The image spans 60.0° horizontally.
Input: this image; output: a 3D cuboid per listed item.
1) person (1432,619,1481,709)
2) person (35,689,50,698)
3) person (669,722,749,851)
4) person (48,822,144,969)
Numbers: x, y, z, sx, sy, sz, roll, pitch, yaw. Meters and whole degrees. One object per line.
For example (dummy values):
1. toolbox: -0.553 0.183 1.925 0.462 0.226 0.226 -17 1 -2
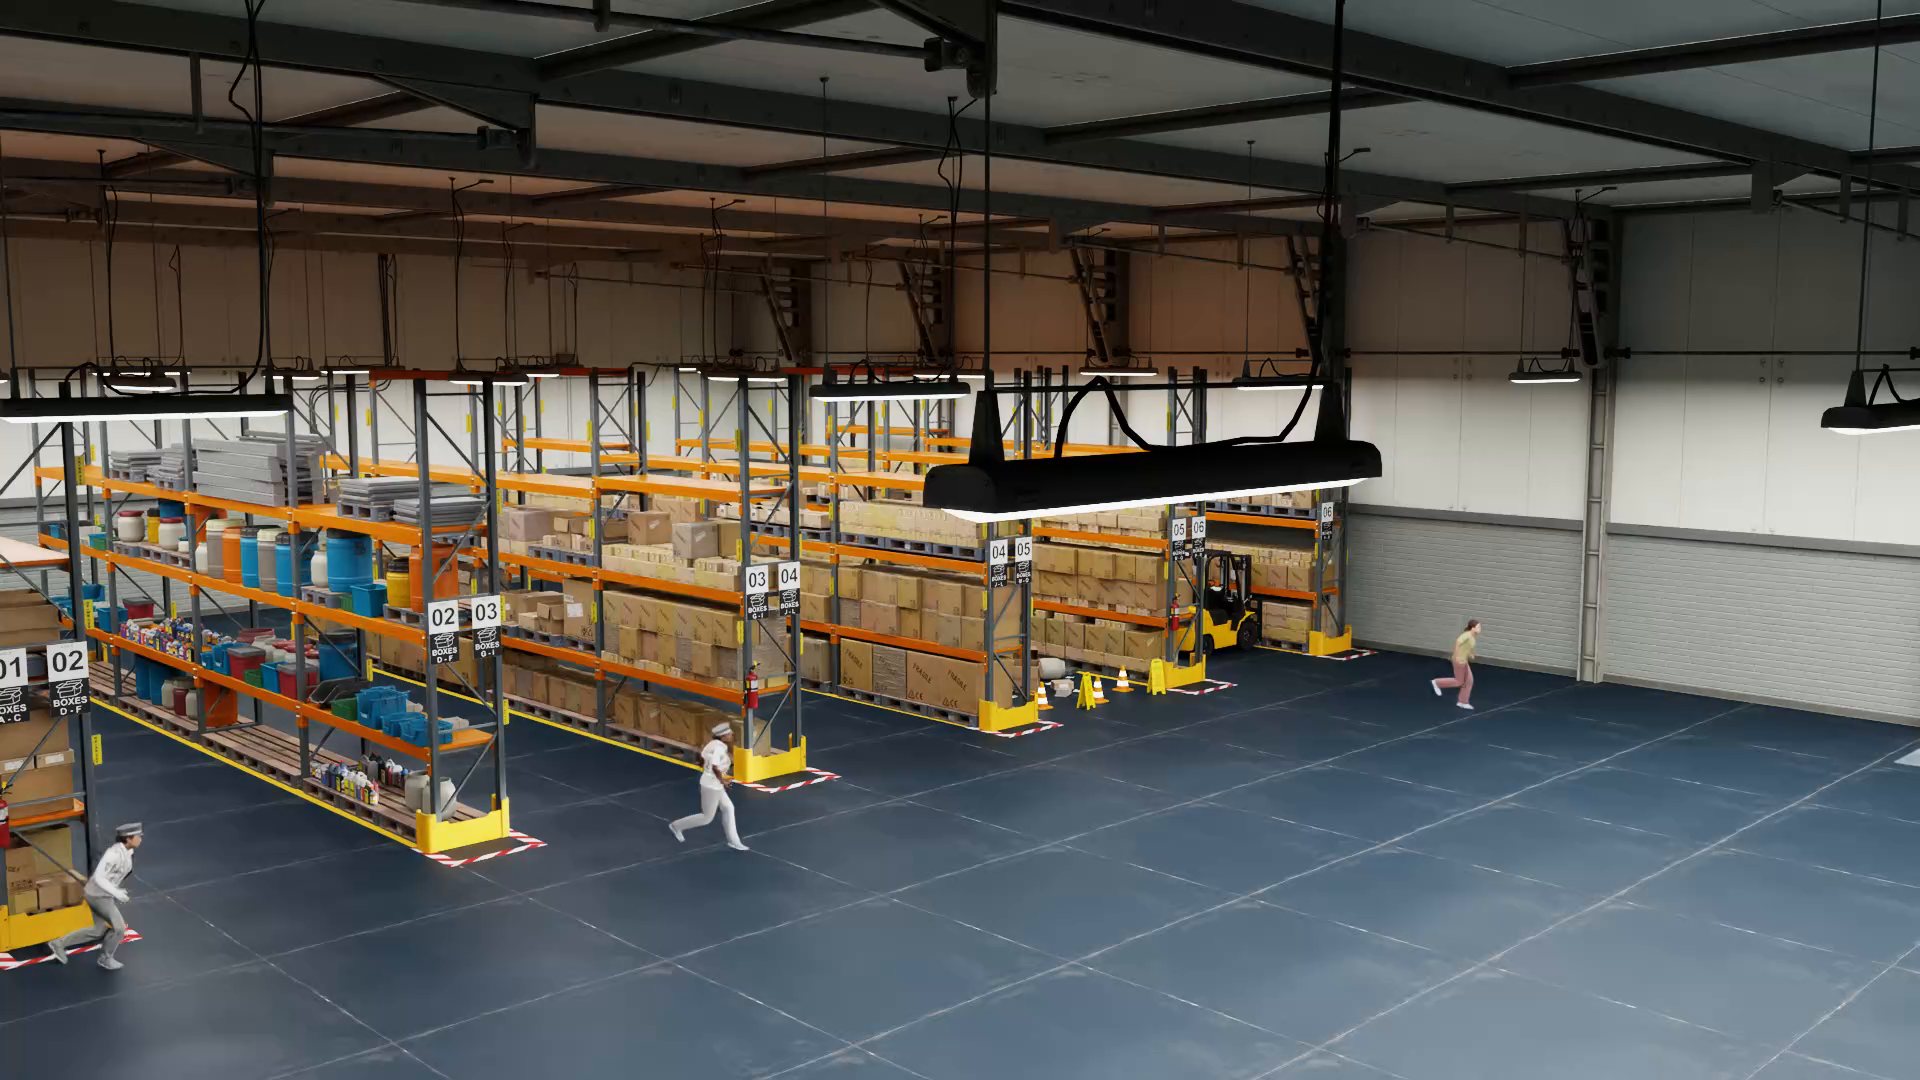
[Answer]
1. person: 8.895 2.202 29.795 0.819 1.614 0.579 3 7 25
2. person: -14.081 2.626 25.419 0.933 1.652 0.598 4 7 29
3. person: -3.190 3.159 21.060 1.005 1.680 0.574 -2 7 -13
4. person: -8.858 3.688 17.103 0.921 1.542 0.621 -1 7 -11
